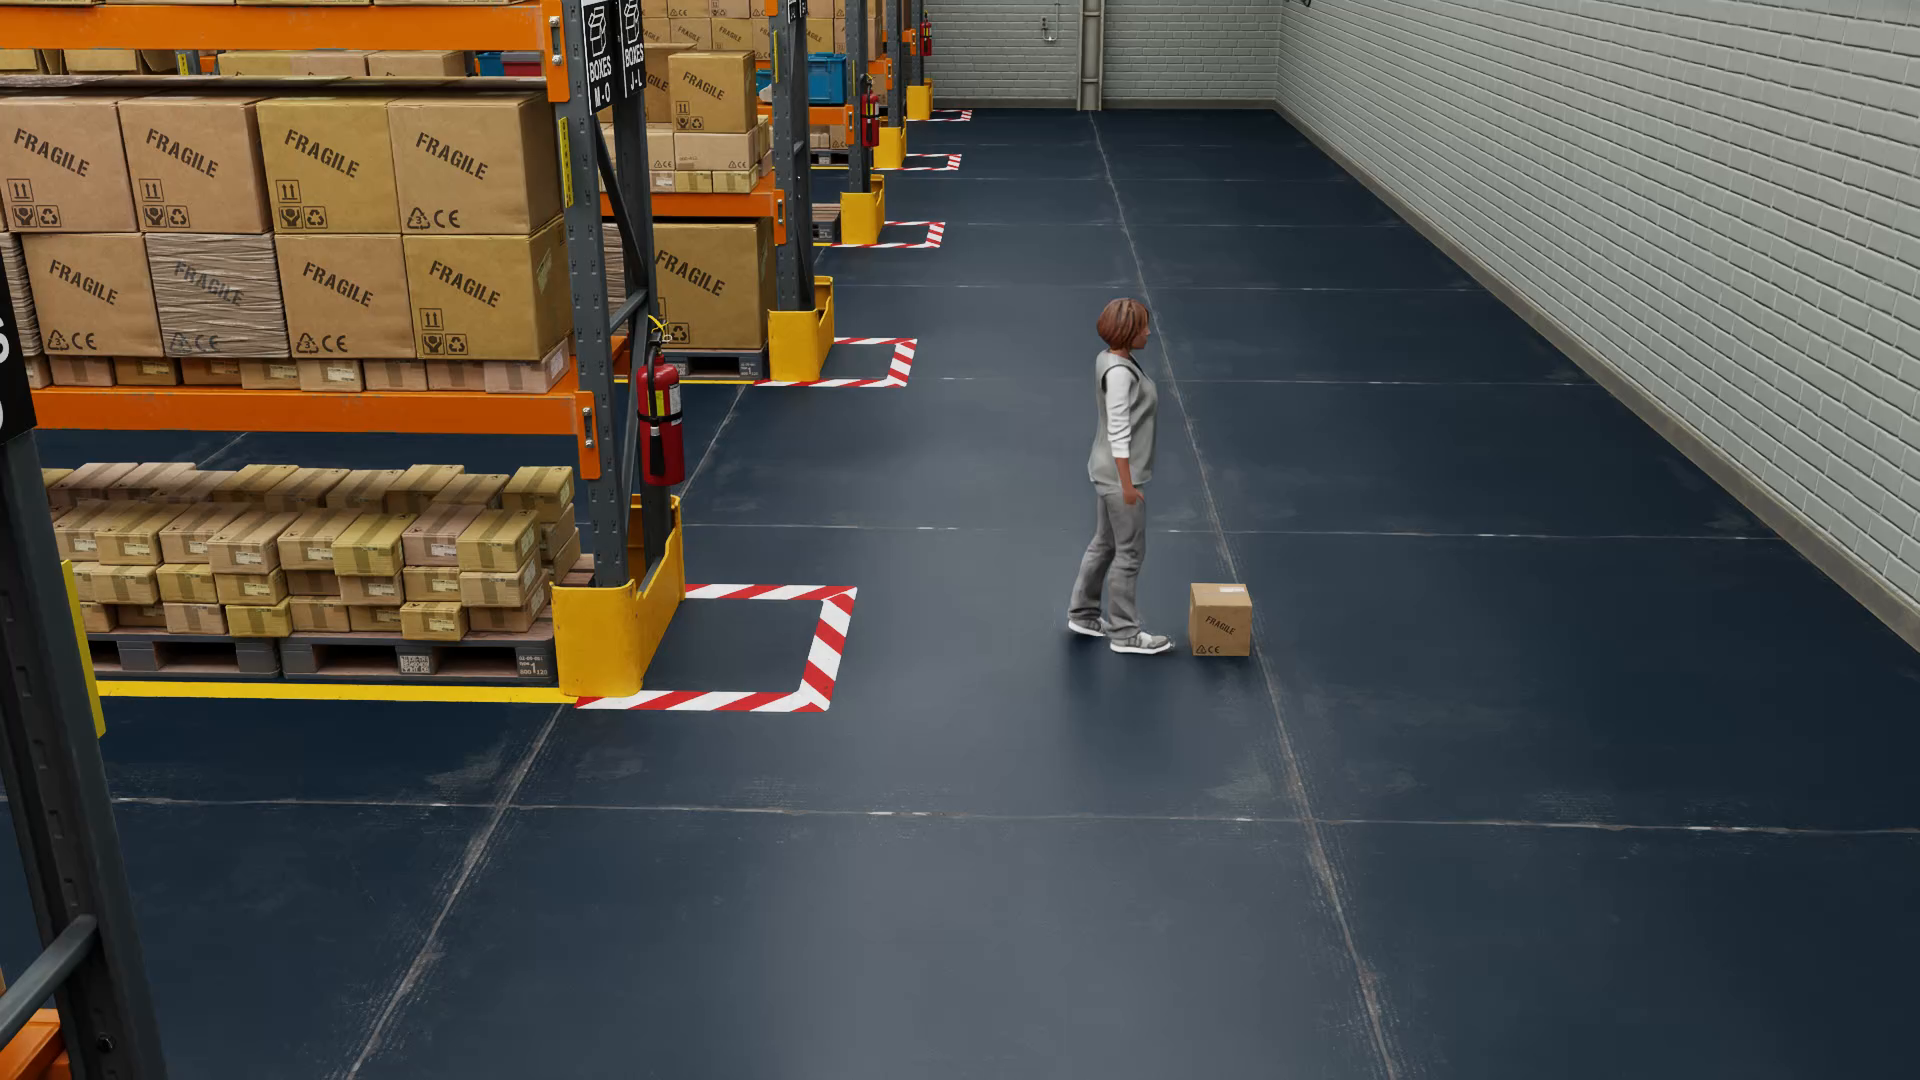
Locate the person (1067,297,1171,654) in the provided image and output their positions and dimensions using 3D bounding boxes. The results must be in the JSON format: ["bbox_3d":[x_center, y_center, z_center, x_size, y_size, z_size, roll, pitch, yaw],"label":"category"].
[{"bbox_3d":[0.724,-0.265,7.307,0.460,1.624,0.416,1,21,3],"label":"person"}]
